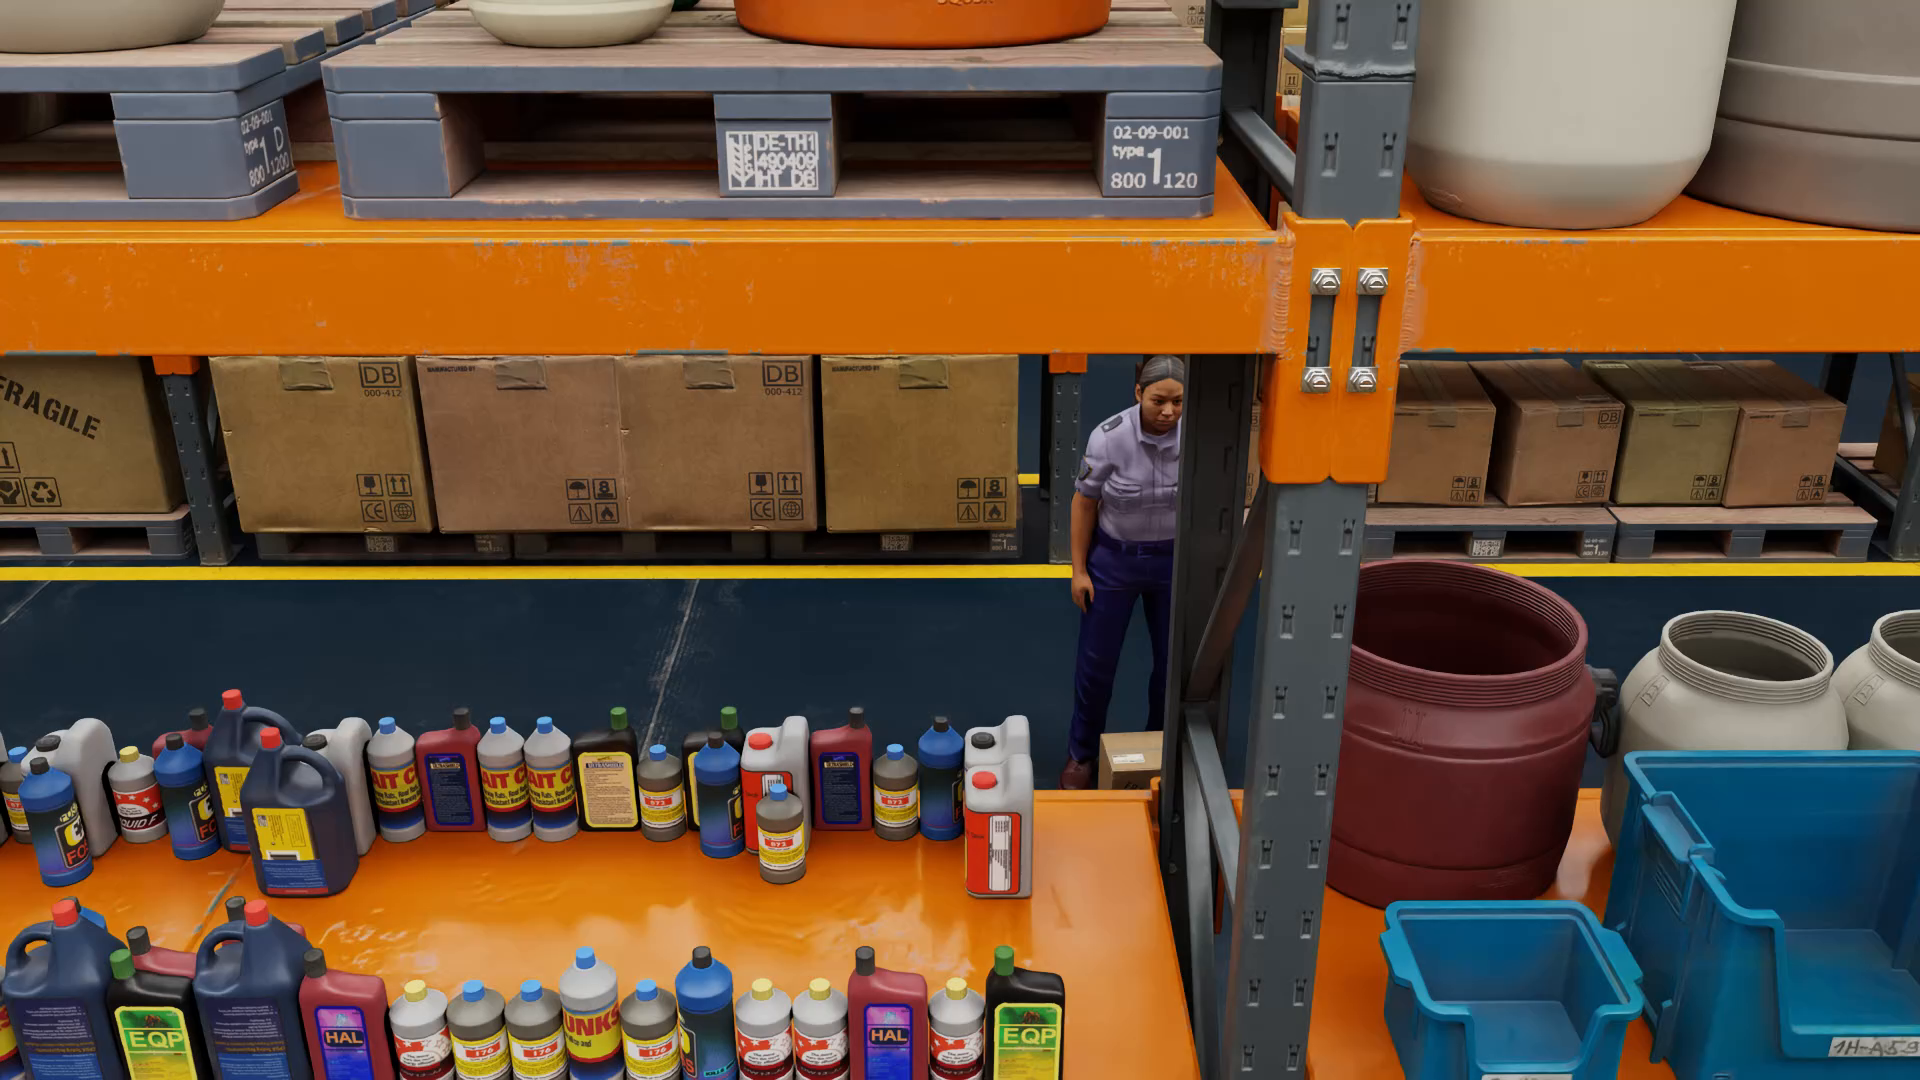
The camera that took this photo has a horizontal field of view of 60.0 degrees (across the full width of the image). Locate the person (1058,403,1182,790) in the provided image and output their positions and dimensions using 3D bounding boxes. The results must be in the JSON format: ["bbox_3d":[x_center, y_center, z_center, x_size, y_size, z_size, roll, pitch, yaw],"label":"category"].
[{"bbox_3d":[0.627,0.199,5.885,0.549,1.476,0.373,-2,24,-4],"label":"person"}]
